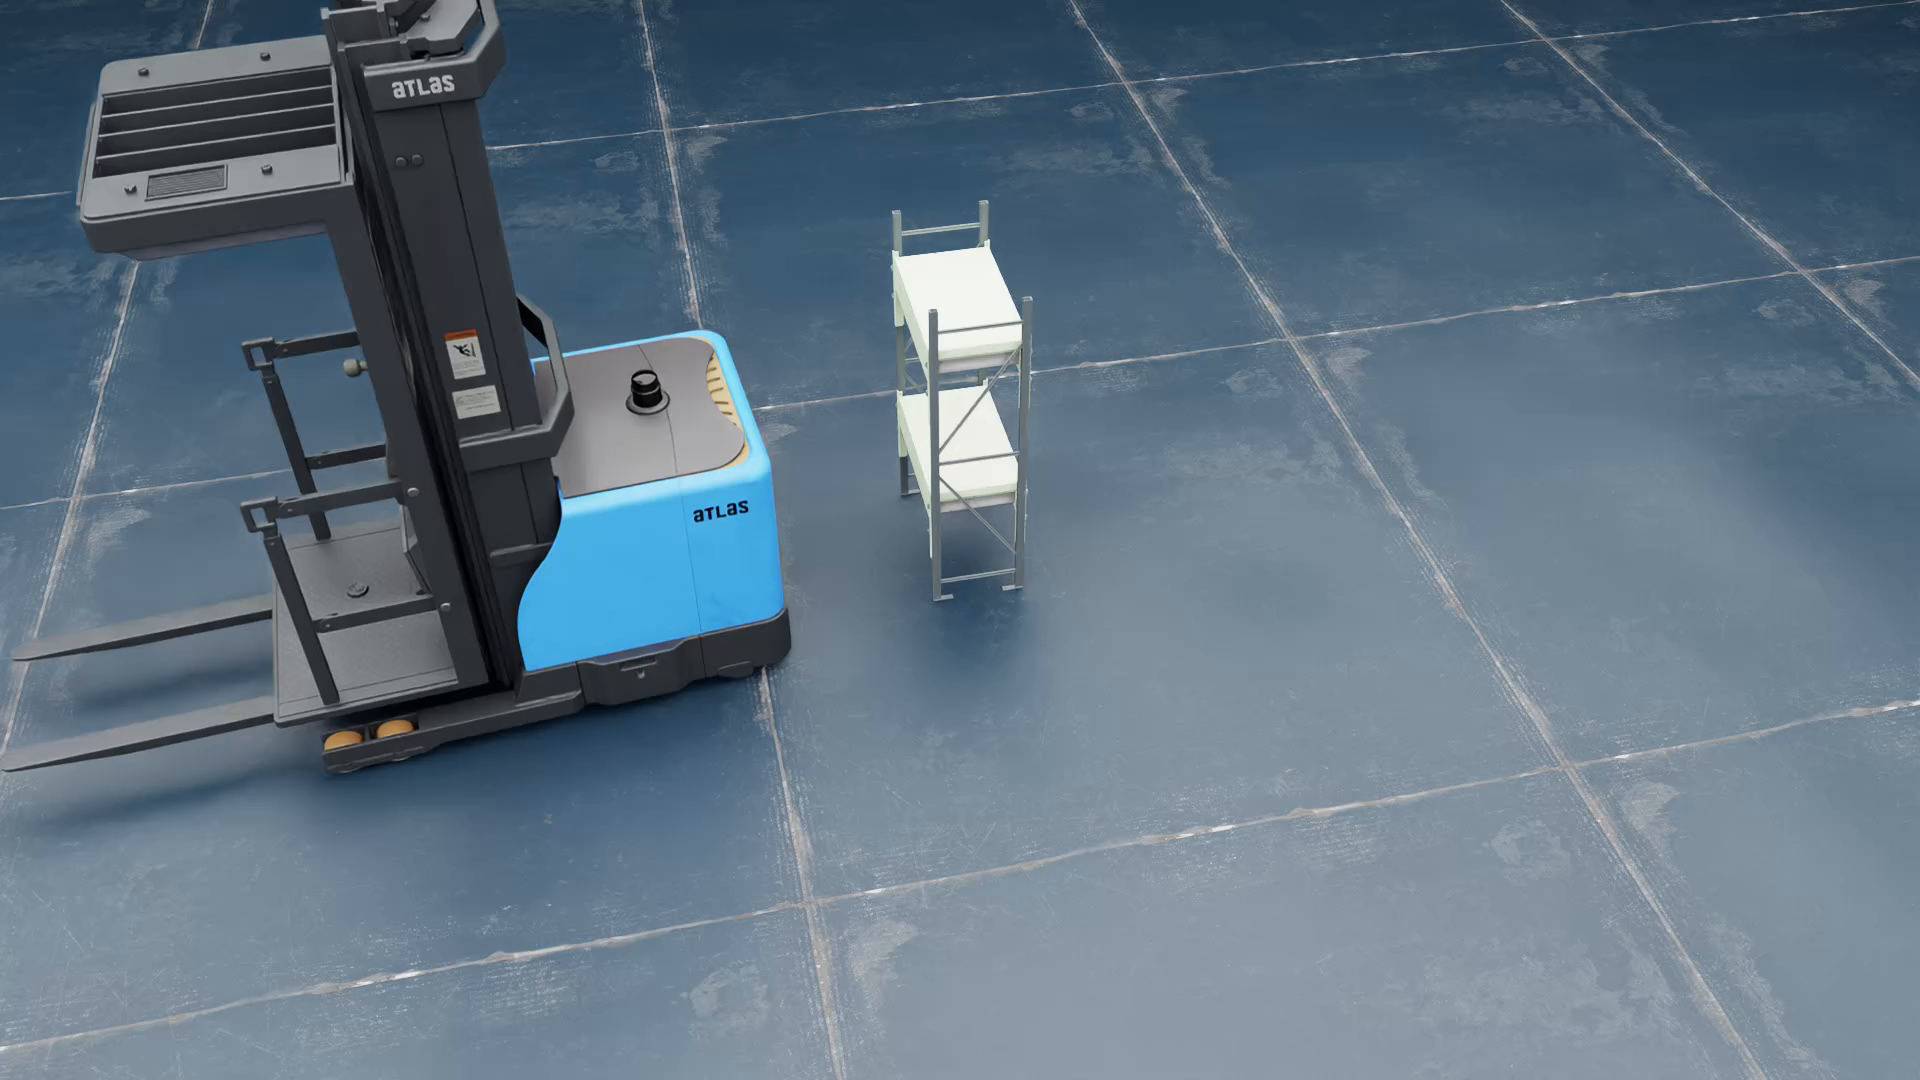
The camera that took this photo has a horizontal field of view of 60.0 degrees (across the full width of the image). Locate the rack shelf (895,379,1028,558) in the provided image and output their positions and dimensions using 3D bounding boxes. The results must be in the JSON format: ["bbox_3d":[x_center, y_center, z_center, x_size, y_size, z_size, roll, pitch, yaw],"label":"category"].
[{"bbox_3d":[-0.001,-0.321,7.255,0.431,0.370,0.720,-8,42,-9],"label":"rack shelf"}]

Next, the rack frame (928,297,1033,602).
[{"bbox_3d":[0.078,-0.328,6.771,0.400,1.500,0.023,-8,42,-9],"label":"rack frame"}]

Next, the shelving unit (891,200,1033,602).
[{"bbox_3d":[-0.001,-0.565,7.039,0.431,1.500,0.755,-8,42,-9],"label":"shelving unit"}]

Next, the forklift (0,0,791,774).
[{"bbox_3d":[-2.278,-0.582,5.980,3.031,2.935,1.130,-12,43,-13],"label":"forklift"}]

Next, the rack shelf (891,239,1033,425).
[{"bbox_3d":[-0.001,-0.857,6.780,0.431,0.370,0.720,-8,42,-9],"label":"rack shelf"}]

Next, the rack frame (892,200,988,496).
[{"bbox_3d":[-0.080,-0.802,7.306,0.400,1.500,0.023,-8,42,-9],"label":"rack frame"}]
